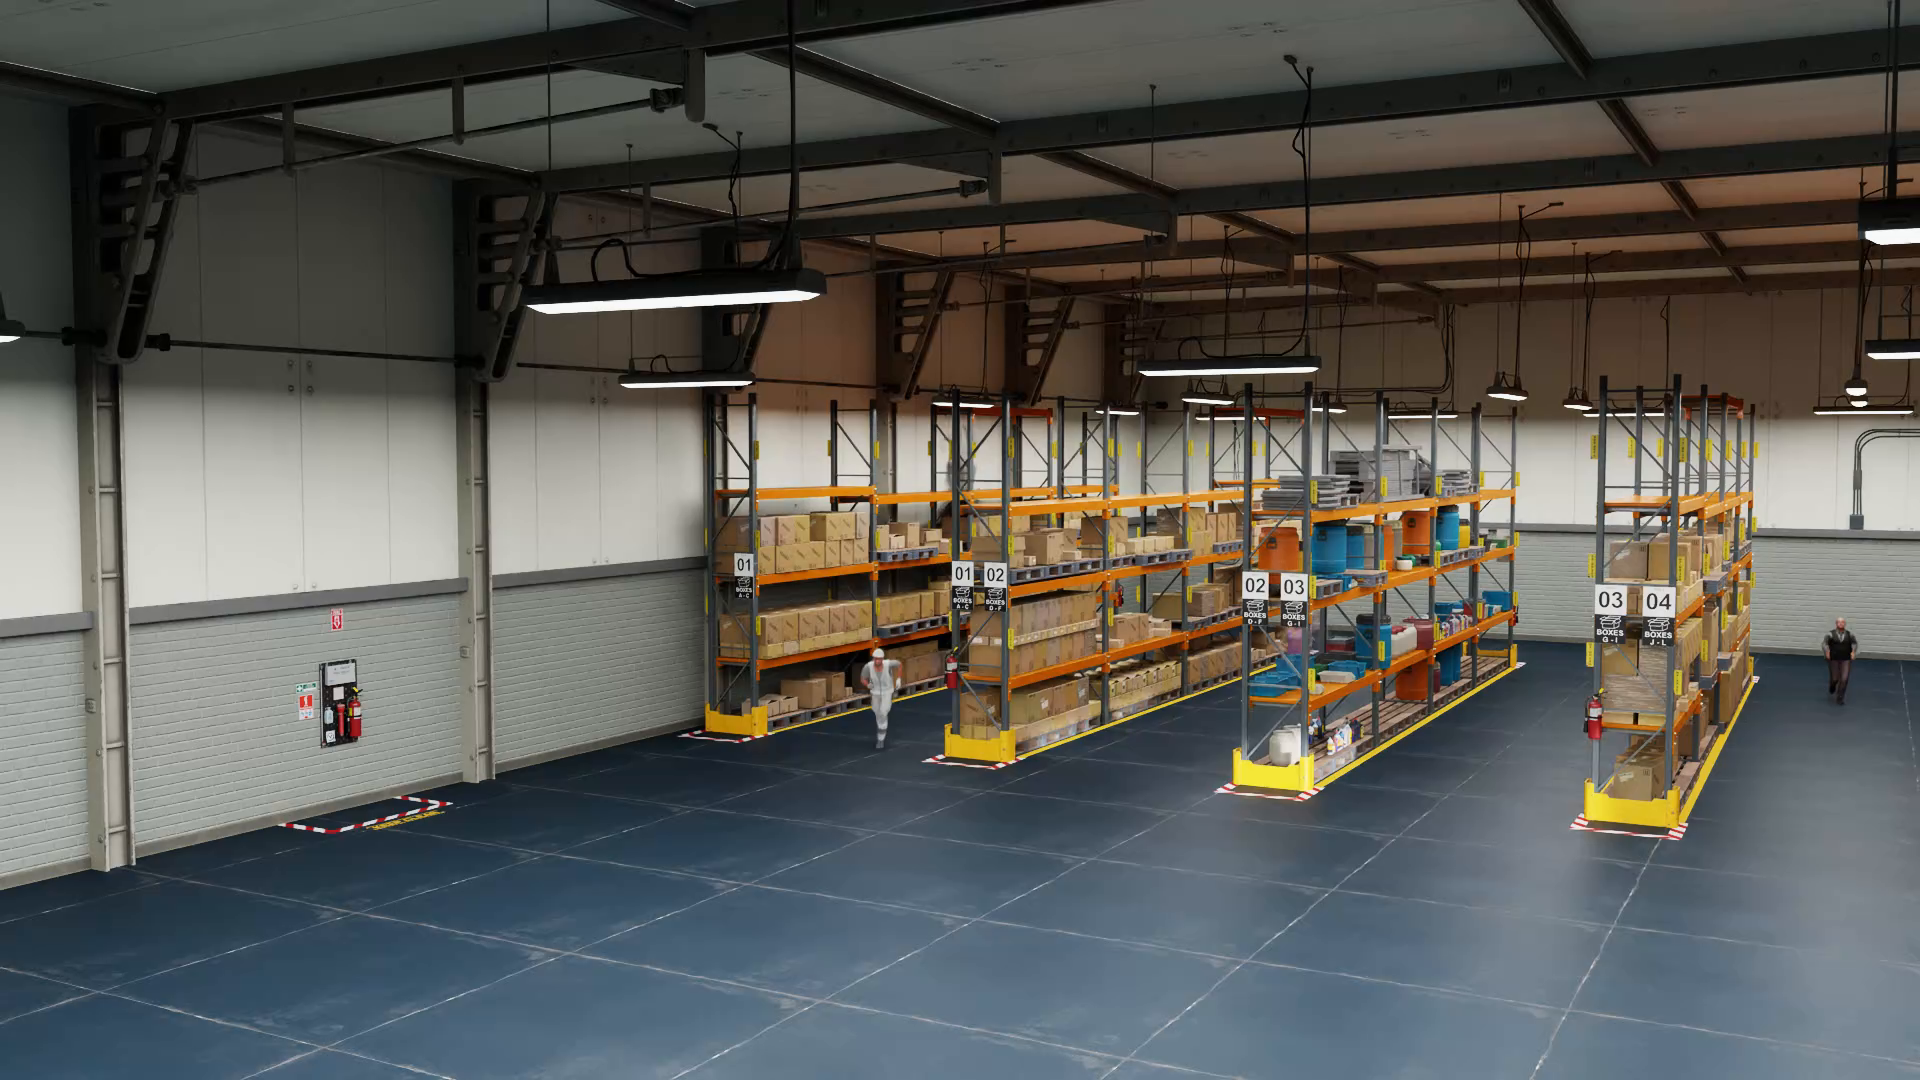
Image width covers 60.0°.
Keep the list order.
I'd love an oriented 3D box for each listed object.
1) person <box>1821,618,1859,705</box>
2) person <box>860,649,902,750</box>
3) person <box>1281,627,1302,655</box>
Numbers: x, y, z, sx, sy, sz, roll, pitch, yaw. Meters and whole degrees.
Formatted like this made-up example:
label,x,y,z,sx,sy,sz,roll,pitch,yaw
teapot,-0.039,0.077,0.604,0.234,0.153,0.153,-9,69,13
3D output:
label,x,y,z,sx,sy,sz,roll,pitch,yaw
person,17.460,2.391,32.995,0.672,1.704,0.712,1,3,21
person,-1.324,2.661,28.161,0.705,1.731,1.039,0,3,3
person,6.799,2.368,33.771,0.537,1.609,0.875,1,3,23
